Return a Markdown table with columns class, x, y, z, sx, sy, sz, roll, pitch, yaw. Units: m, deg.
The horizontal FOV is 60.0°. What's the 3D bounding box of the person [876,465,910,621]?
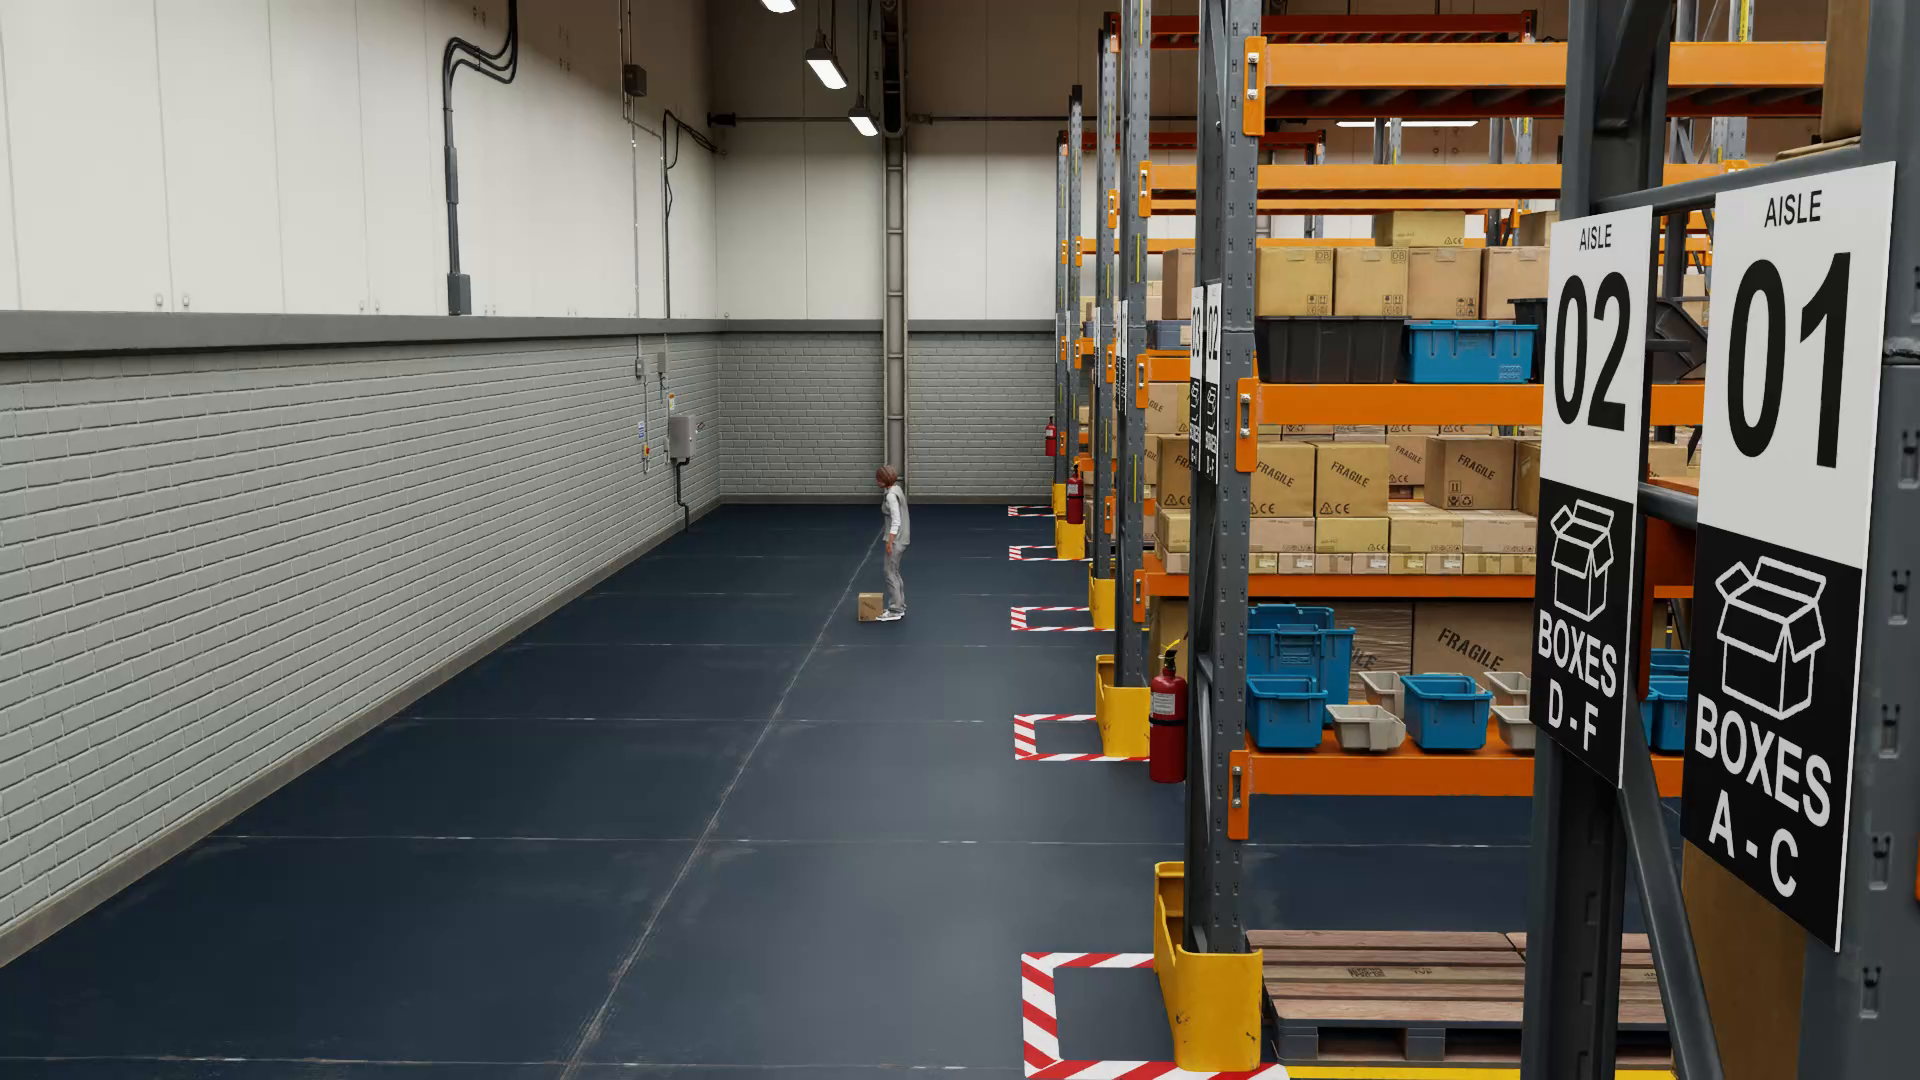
| class | x | y | z | sx | sy | sz | roll | pitch | yaw |
| --- | --- | --- | --- | --- | --- | --- | --- | --- | --- |
| person | -0.697 | 0.027 | 17.122 | 0.366 | 1.592 | 0.472 | 0 | 7 | 0 |
